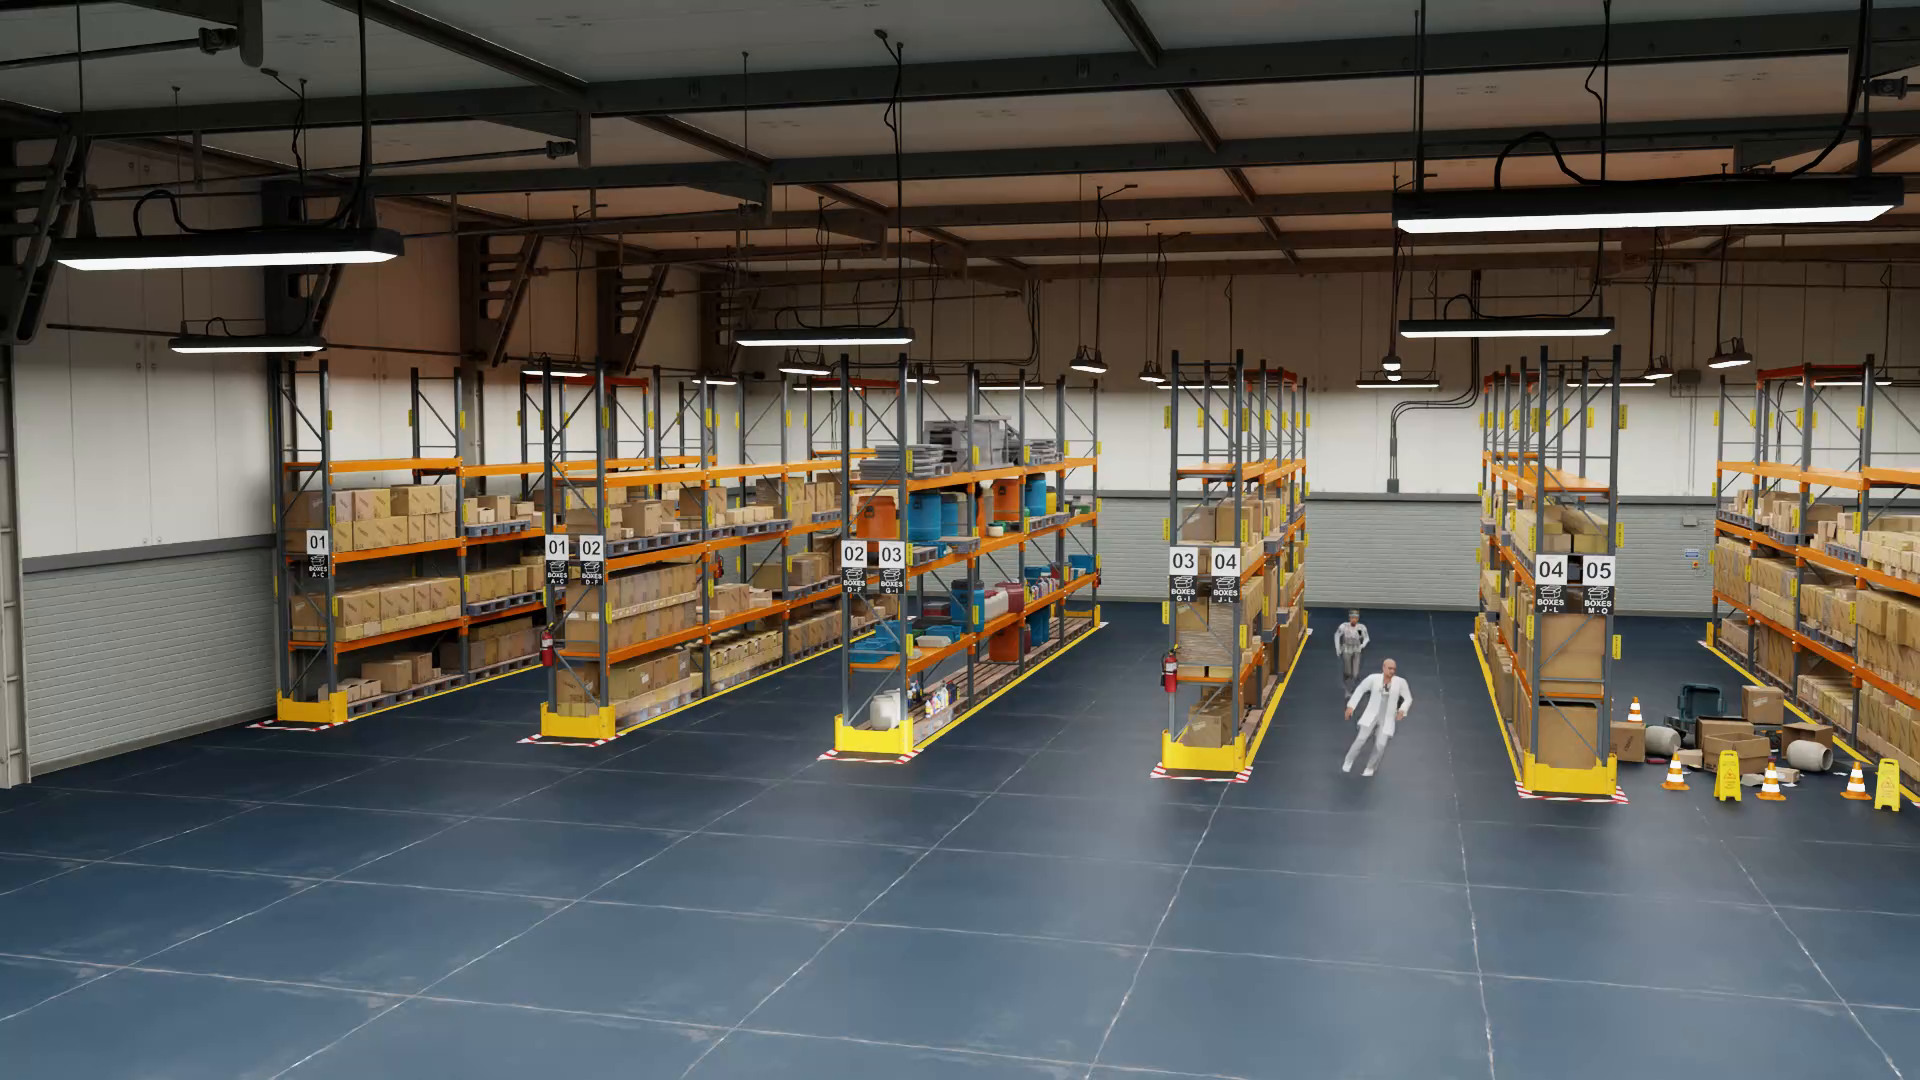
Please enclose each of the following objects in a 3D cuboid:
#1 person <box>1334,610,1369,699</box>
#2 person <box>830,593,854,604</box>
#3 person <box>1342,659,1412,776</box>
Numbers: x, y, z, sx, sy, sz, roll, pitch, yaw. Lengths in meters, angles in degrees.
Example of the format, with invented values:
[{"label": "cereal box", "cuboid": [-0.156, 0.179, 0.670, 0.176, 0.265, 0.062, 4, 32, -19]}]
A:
[{"label": "person", "cuboid": [7.067, 2.045, 29.984, 0.581, 1.615, 0.649, 0, 4, -2]}, {"label": "person", "cuboid": [-3.008, 1.014, 43.375, 0.908, 1.701, 0.645, 1, 4, 17]}, {"label": "person", "cuboid": [5.868, 2.542, 23.368, 0.952, 1.636, 0.633, 1, 4, 7]}]
